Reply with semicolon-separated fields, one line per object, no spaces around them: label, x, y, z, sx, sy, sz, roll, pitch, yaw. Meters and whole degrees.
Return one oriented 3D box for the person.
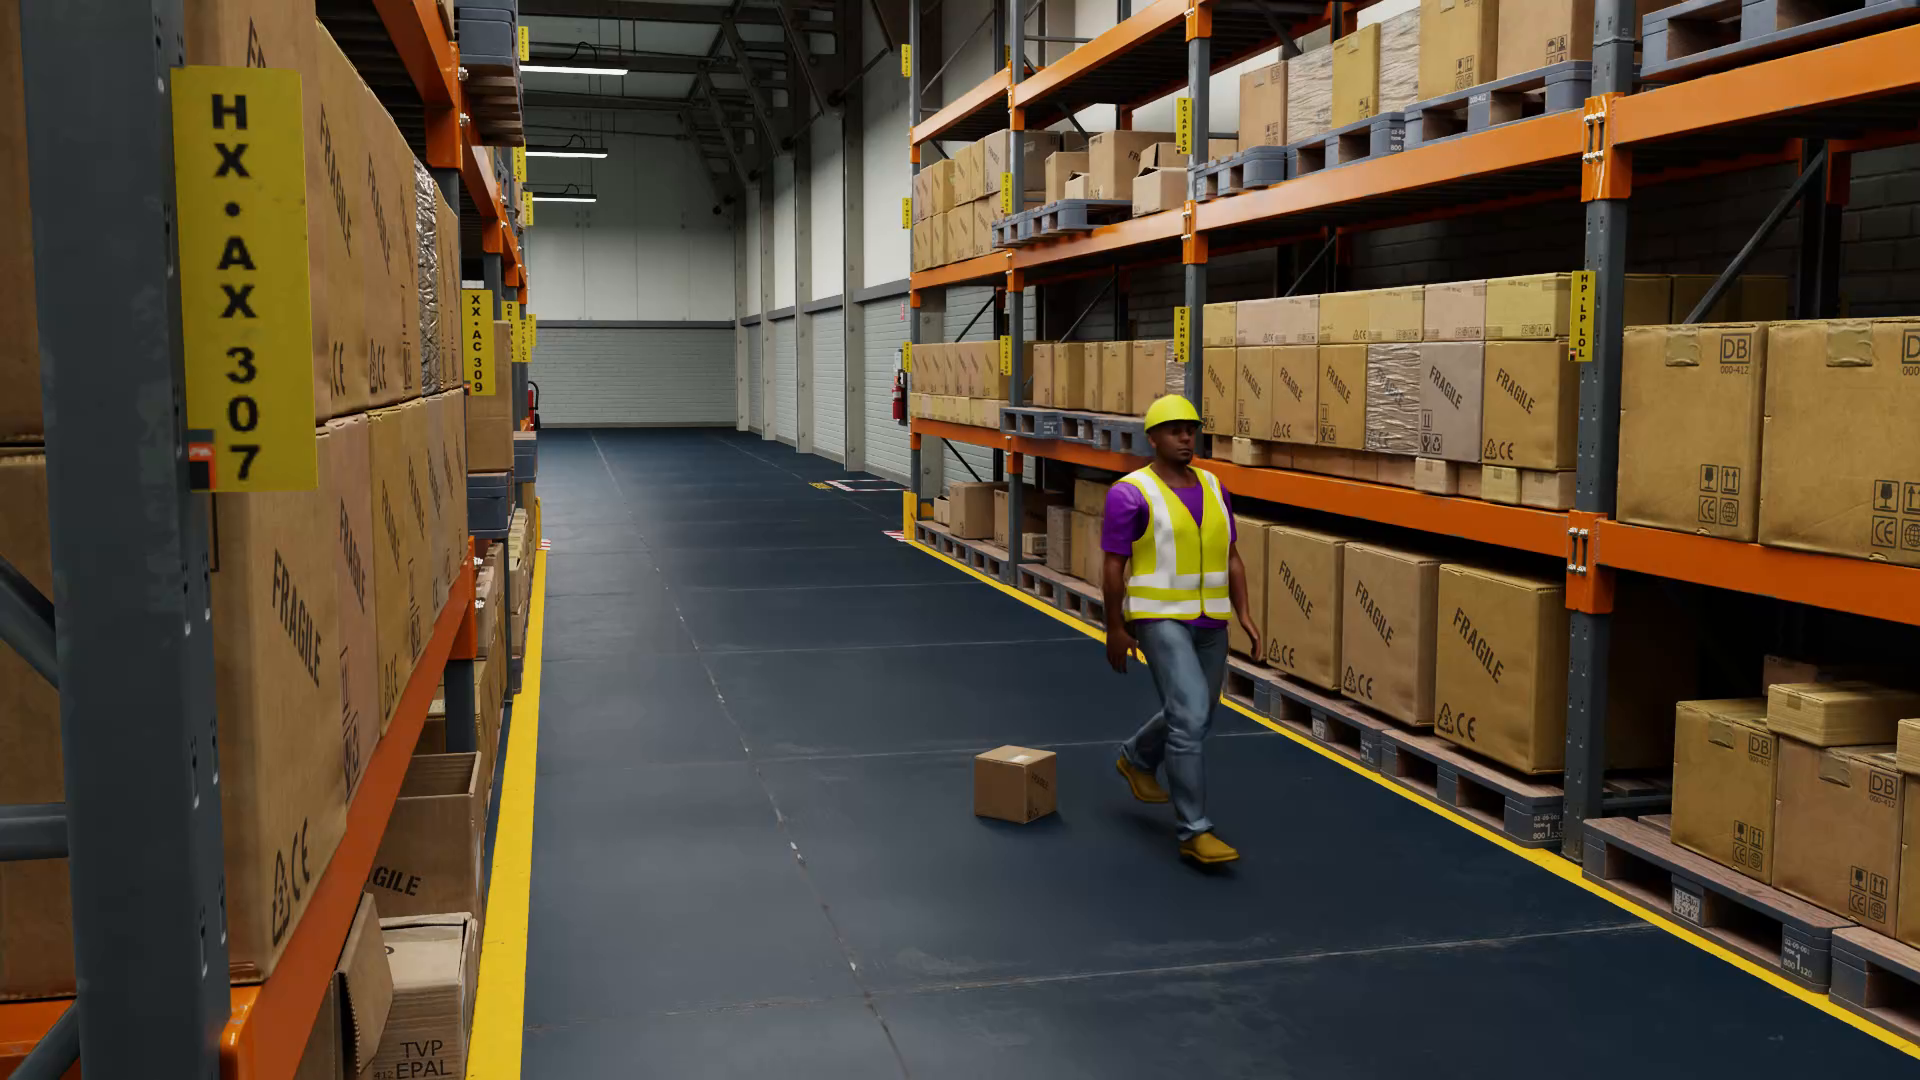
person;0.843;0.307;6.417;0.566;1.732;0.951;-4;7;-30
